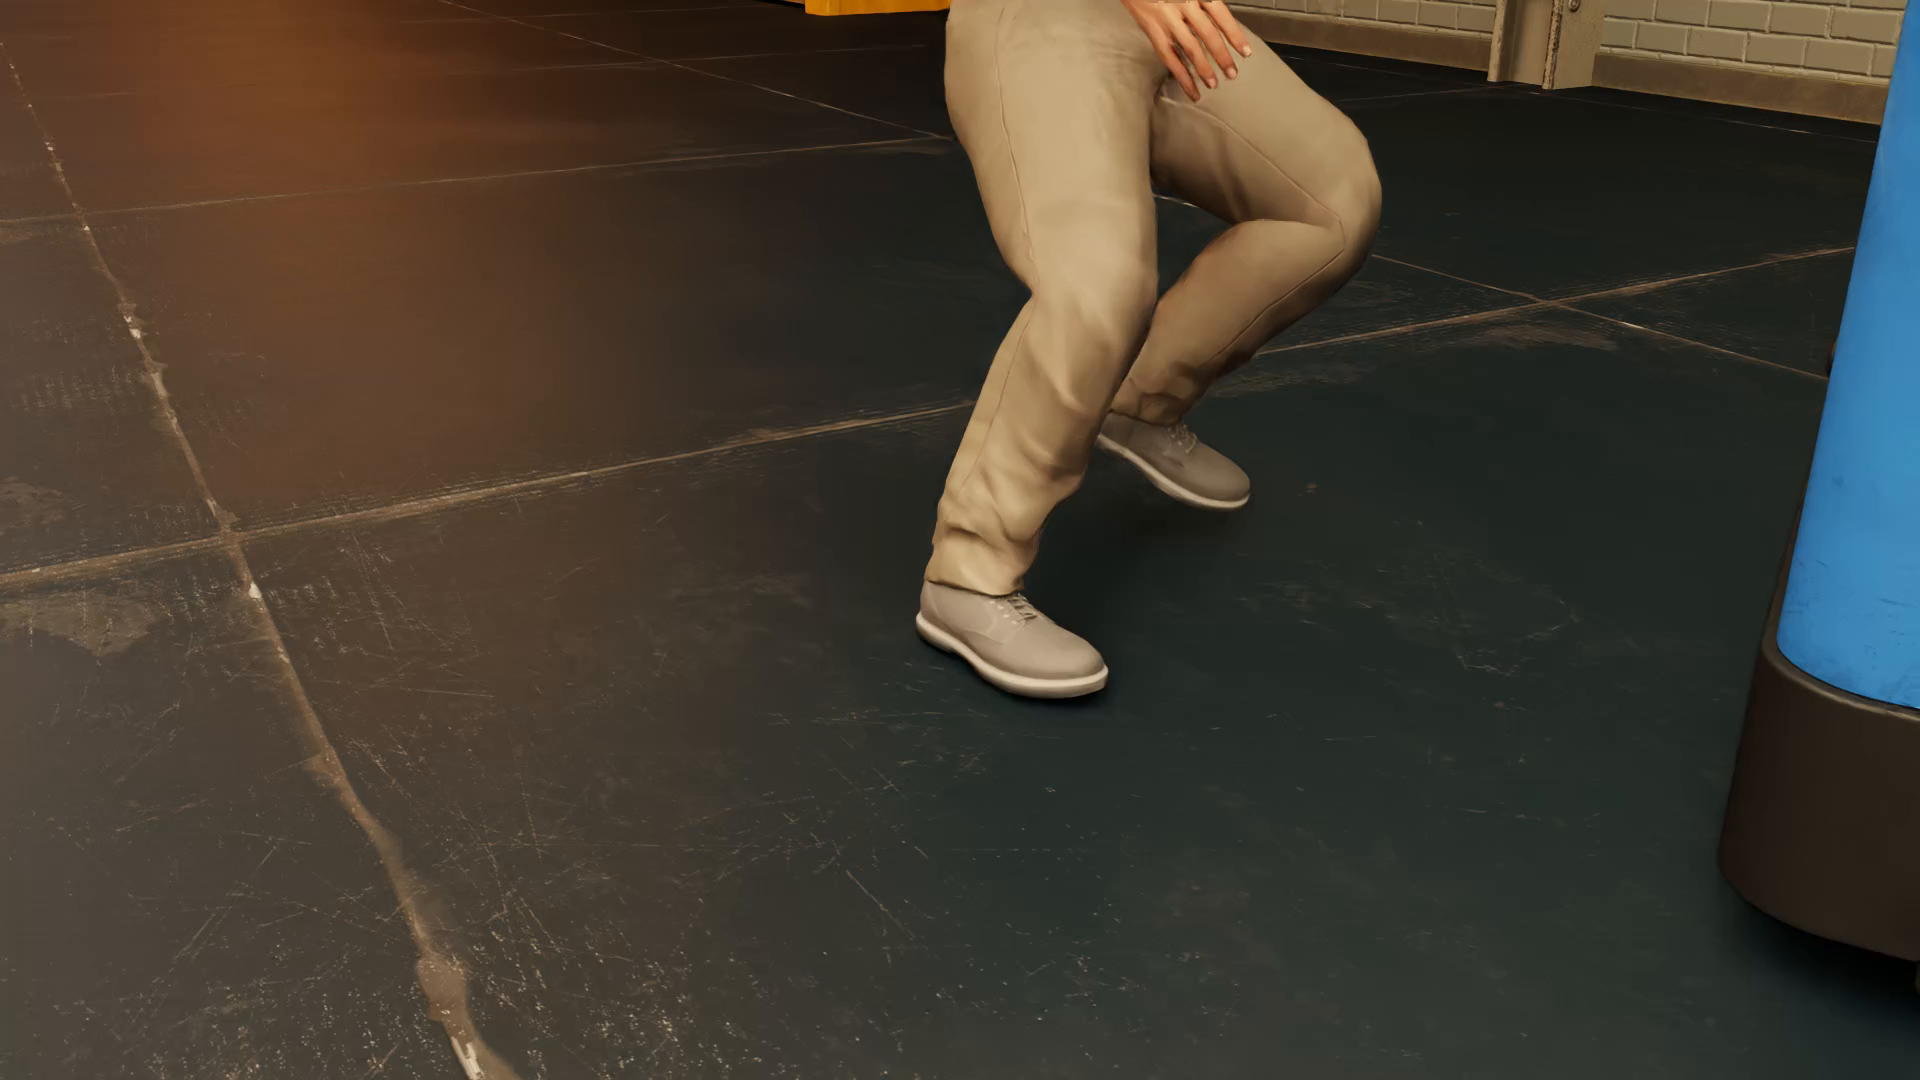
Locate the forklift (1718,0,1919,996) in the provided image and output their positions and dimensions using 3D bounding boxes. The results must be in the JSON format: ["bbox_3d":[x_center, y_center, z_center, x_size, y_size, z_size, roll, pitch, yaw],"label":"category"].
[{"bbox_3d":[2.288,-0.828,0.791,3.031,2.935,1.130,12,25,27],"label":"forklift"}]

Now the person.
[{"bbox_3d":[0.267,-0.673,2.198,0.686,1.565,0.863,18,29,37],"label":"person"}]
